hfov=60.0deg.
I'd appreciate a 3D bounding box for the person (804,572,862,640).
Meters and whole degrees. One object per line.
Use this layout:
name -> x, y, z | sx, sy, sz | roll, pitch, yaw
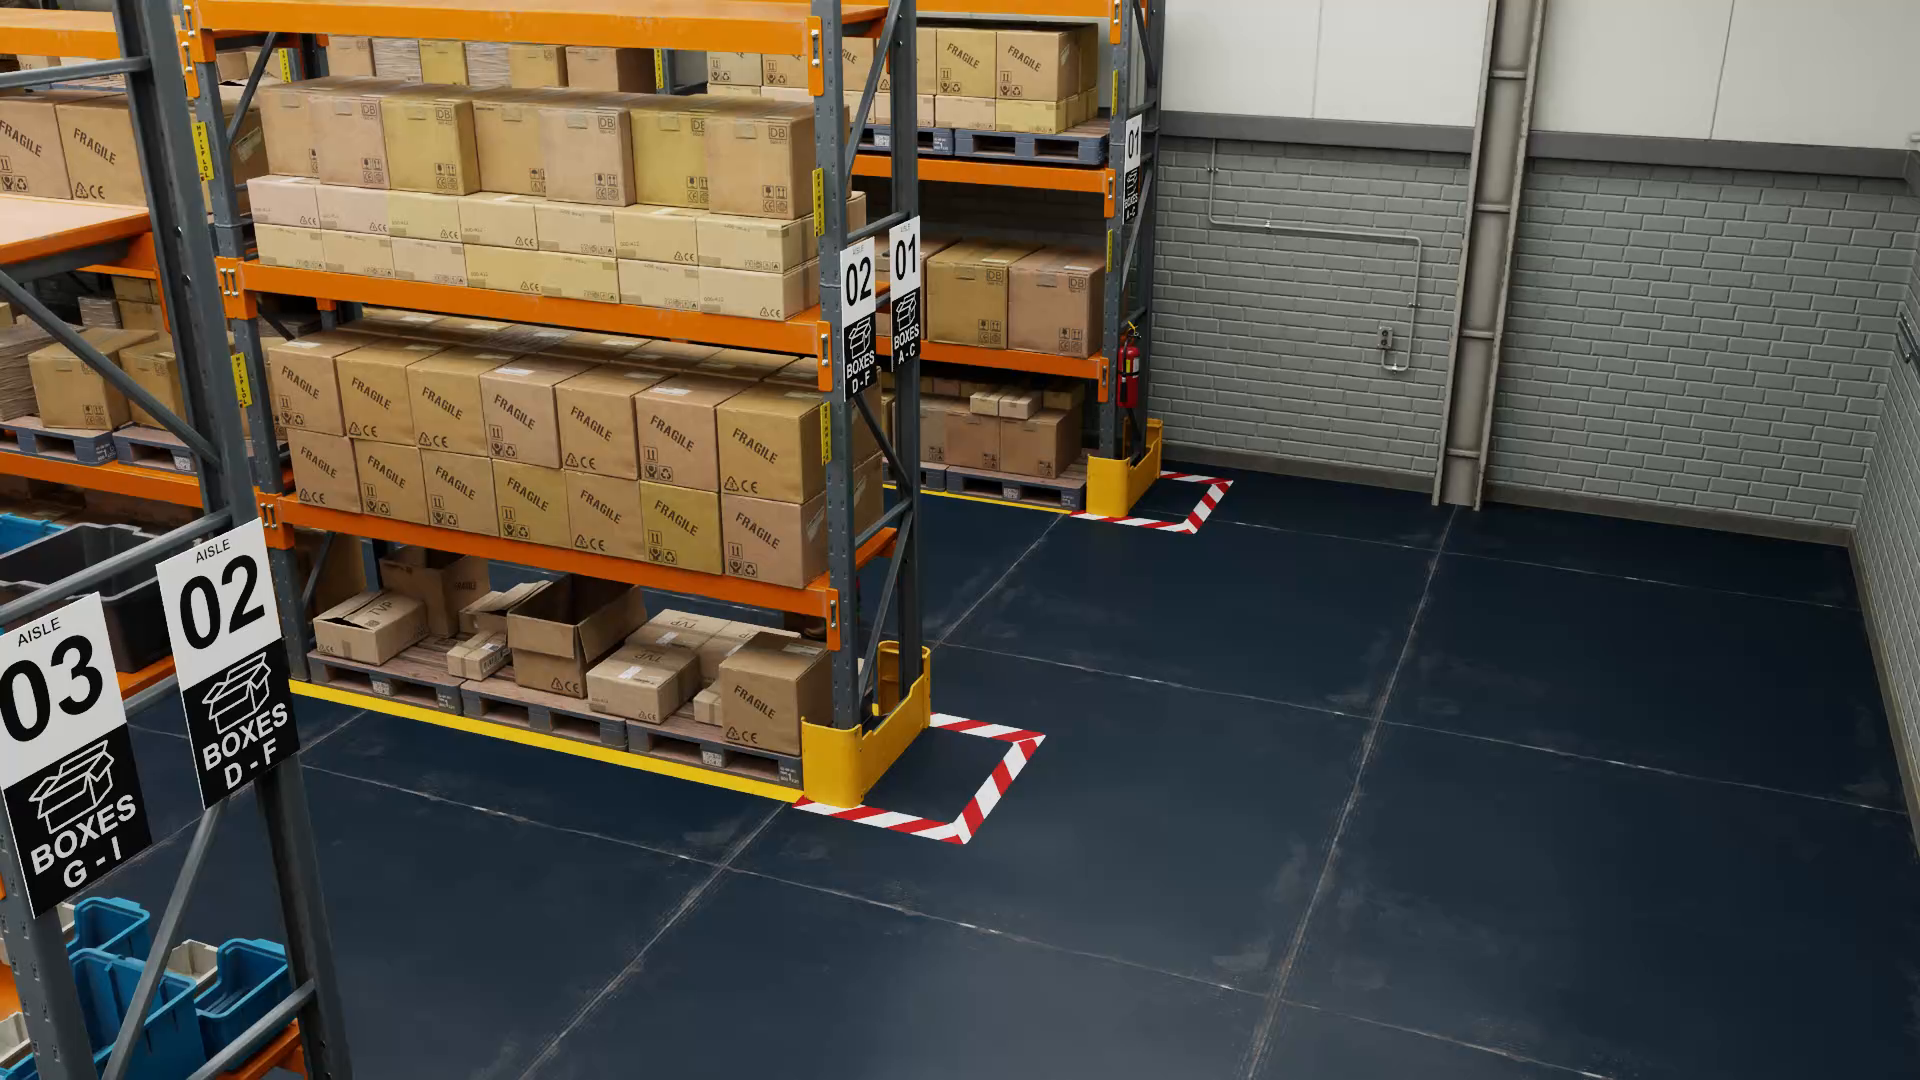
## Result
person -> -0.878, -0.182, 11.366 | 0.451, 1.778, 0.611 | 7, 23, 17
